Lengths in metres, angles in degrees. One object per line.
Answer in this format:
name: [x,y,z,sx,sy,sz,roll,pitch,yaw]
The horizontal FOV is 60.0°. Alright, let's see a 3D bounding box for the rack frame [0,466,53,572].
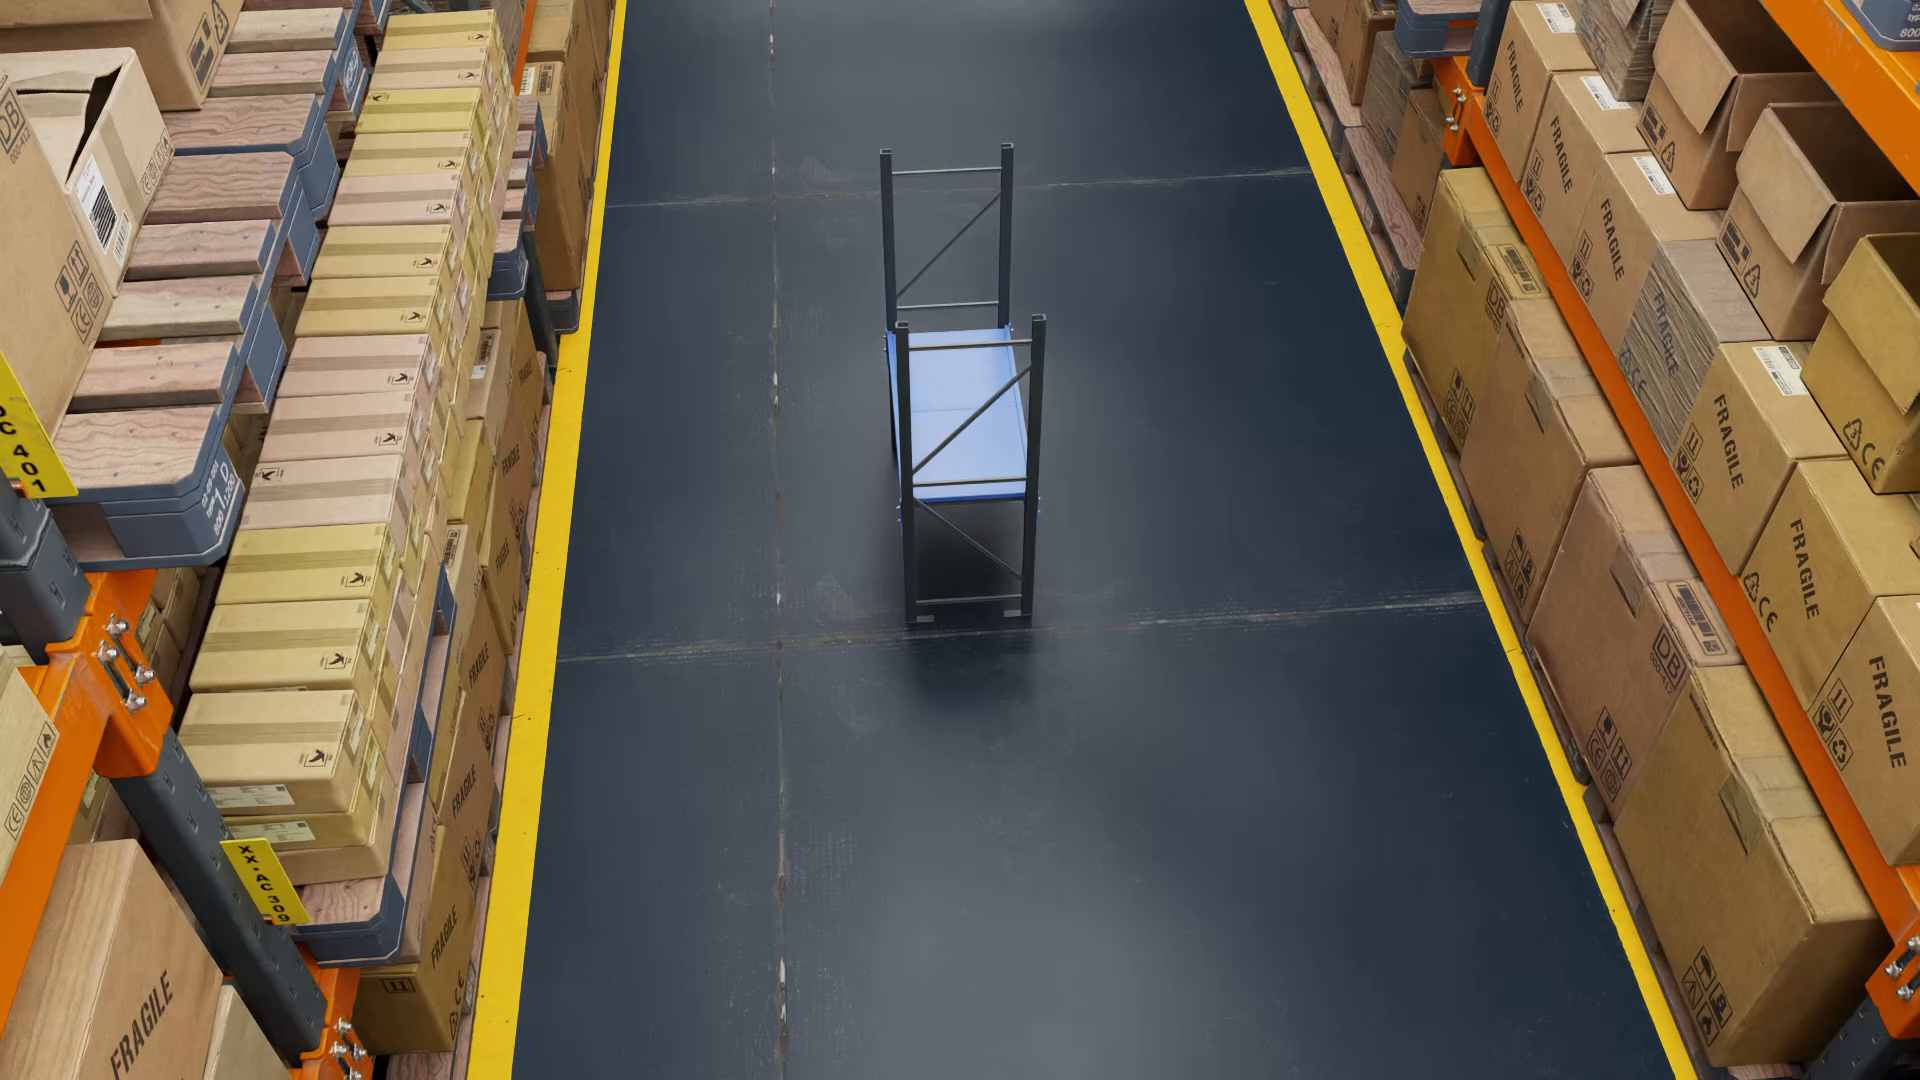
rack frame: [-2.016,-0.997,1.633,1.000,3.000,0.127,-3,47,-3]

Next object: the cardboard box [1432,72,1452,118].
cardboard box: [2.514,-2.089,7.702,0.500,0.250,0.500,-2,47,-2]

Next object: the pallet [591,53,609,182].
pallet: [-2.441,-2.325,8.943,1.003,0.211,1.213,-3,47,-3]

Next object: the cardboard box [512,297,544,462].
cardboard box: [-2.036,-0.653,6.872,0.500,0.500,0.500,-4,47,-3]

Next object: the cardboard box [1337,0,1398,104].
cardboard box: [2.410,-2.642,8.742,0.700,0.500,0.500,0,47,0]

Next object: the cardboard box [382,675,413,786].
cardboard box: [-1.620,0.494,4.236,0.380,0.149,0.250,-3,47,-3]

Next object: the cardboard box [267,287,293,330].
cardboard box: [-2.421,-0.774,5.437,0.380,0.149,0.250,-2,47,-2]

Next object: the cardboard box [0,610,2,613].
cardboard box: [-2.288,0.143,4.159,0.380,0.149,0.250,-5,47,-5]

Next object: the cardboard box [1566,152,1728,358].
cardboard box: [2.461,-0.980,5.679,0.500,0.500,0.500,-4,47,-4]

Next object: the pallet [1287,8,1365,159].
pallet: [2.437,-2.544,9.151,1.003,0.211,1.213,-3,47,-3]

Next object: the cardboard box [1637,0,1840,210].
cardboard box: [2.697,-1.435,5.419,0.797,0.503,0.637,-3,47,-2]

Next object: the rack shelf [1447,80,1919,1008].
rack shelf: [2.767,-0.362,5.659,1.077,0.370,4.000,-3,47,-3]

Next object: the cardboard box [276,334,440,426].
cardboard box: [-1.700,-0.445,4.716,0.380,0.149,0.250,-2,47,-2]

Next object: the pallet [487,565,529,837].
pallet: [-2.188,0.576,6.195,1.003,0.211,1.213,-3,47,-3]

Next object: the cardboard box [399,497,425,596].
cardboard box: [-1.659,0.030,4.471,0.380,0.149,0.250,-5,47,-5]

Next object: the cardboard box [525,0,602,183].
cardboard box: [-2.389,-2.278,8.238,1.050,0.750,0.750,-3,47,-3]

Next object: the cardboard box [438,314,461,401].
cardboard box: [-1.724,-0.539,5.010,0.380,0.149,0.250,-4,47,-4]

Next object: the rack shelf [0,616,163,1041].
rack shelf: [-1.849,1.728,1.613,1.077,0.370,4.000,-3,47,-3]

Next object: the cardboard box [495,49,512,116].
cardboard box: [-1.856,-1.659,6.071,0.380,0.149,0.250,-3,47,-2]

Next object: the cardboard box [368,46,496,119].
cardboard box: [-1.835,-1.583,5.793,0.380,0.149,0.250,-4,47,-4]

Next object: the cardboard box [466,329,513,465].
cardboard box: [-1.980,-0.528,6.236,0.500,0.250,0.500,-3,47,-3]

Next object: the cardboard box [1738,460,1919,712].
cardboard box: [2.589,0.123,4.636,0.500,0.500,0.500,-2,47,-2]

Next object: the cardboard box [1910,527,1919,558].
cardboard box: [2.873,-0.004,4.064,0.797,0.503,0.637,-5,47,-4]

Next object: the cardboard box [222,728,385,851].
cardboard box: [-1.591,0.592,3.939,0.380,0.149,0.250,-3,47,-3]

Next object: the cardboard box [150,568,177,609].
cardboard box: [-2.315,0.062,4.441,0.380,0.149,0.250,-5,47,-5]

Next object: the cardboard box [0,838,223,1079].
cardboard box: [-1.708,0.909,2.998,0.500,0.500,0.500,-5,47,-5]

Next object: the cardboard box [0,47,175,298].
cardboard box: [-1.881,-0.729,3.217,0.500,0.311,0.500,-4,47,-4]

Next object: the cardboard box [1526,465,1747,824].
cardboard box: [2.785,0.315,5.696,1.225,0.875,0.875,-5,47,-5]

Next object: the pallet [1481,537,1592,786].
pallet: [2.690,0.358,6.402,1.003,0.211,1.213,-3,47,-3]

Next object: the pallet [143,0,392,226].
pallet: [-2.052,-1.105,3.930,1.213,0.211,1.003,-3,47,-3]

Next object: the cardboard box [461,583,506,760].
cardboard box: [-1.917,0.469,5.809,0.500,0.500,0.500,-3,47,-3]

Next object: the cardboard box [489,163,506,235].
cardboard box: [-1.811,-1.192,5.833,0.380,0.149,0.250,-3,47,-3]

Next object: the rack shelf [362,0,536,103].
rack shelf: [-2.519,-3.028,8.184,1.077,0.370,4.000,-3,47,-3]

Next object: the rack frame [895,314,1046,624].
rack frame: [0.035,-0.210,6.052,0.500,1.500,0.032,-3,47,-3]

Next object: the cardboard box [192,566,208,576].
cardboard box: [-2.338,-0.018,4.722,0.380,0.149,0.250,-5,47,-5]

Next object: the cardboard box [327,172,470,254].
cardboard box: [-1.772,-1.025,5.266,0.380,0.149,0.250,-3,47,-3]

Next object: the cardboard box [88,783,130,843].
cardboard box: [-2.247,0.732,4.011,0.380,0.149,0.250,-4,47,-4]

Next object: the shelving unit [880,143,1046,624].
shelving unit: [-0.007,-0.577,6.400,0.538,1.500,1.048,-3,47,-3]

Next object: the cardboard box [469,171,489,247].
cardboard box: [-1.787,-1.095,5.536,0.380,0.149,0.250,-3,47,-3]

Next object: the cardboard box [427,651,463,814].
cardboard box: [-1.862,0.587,5.181,0.500,0.250,0.500,-2,47,-2]

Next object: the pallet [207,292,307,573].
pallet: [-2.145,-0.333,5.268,1.003,0.211,1.213,-3,47,-3]

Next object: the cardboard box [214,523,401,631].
cardboard box: [-1.639,0.103,4.197,0.380,0.149,0.250,-3,47,-3]

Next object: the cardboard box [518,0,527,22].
cardboard box: [-2.165,-2.572,7.187,0.500,0.500,0.500,-4,47,-4]

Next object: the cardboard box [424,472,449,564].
cardboard box: [-1.679,-0.053,4.754,0.380,0.149,0.250,-5,47,-5]

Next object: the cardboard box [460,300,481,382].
cardboard box: [-1.750,-0.629,5.300,0.380,0.149,0.250,-2,47,-2]

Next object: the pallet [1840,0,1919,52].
pallet: [2.803,-1.752,4.544,1.003,0.211,1.213,-2,47,-1]
